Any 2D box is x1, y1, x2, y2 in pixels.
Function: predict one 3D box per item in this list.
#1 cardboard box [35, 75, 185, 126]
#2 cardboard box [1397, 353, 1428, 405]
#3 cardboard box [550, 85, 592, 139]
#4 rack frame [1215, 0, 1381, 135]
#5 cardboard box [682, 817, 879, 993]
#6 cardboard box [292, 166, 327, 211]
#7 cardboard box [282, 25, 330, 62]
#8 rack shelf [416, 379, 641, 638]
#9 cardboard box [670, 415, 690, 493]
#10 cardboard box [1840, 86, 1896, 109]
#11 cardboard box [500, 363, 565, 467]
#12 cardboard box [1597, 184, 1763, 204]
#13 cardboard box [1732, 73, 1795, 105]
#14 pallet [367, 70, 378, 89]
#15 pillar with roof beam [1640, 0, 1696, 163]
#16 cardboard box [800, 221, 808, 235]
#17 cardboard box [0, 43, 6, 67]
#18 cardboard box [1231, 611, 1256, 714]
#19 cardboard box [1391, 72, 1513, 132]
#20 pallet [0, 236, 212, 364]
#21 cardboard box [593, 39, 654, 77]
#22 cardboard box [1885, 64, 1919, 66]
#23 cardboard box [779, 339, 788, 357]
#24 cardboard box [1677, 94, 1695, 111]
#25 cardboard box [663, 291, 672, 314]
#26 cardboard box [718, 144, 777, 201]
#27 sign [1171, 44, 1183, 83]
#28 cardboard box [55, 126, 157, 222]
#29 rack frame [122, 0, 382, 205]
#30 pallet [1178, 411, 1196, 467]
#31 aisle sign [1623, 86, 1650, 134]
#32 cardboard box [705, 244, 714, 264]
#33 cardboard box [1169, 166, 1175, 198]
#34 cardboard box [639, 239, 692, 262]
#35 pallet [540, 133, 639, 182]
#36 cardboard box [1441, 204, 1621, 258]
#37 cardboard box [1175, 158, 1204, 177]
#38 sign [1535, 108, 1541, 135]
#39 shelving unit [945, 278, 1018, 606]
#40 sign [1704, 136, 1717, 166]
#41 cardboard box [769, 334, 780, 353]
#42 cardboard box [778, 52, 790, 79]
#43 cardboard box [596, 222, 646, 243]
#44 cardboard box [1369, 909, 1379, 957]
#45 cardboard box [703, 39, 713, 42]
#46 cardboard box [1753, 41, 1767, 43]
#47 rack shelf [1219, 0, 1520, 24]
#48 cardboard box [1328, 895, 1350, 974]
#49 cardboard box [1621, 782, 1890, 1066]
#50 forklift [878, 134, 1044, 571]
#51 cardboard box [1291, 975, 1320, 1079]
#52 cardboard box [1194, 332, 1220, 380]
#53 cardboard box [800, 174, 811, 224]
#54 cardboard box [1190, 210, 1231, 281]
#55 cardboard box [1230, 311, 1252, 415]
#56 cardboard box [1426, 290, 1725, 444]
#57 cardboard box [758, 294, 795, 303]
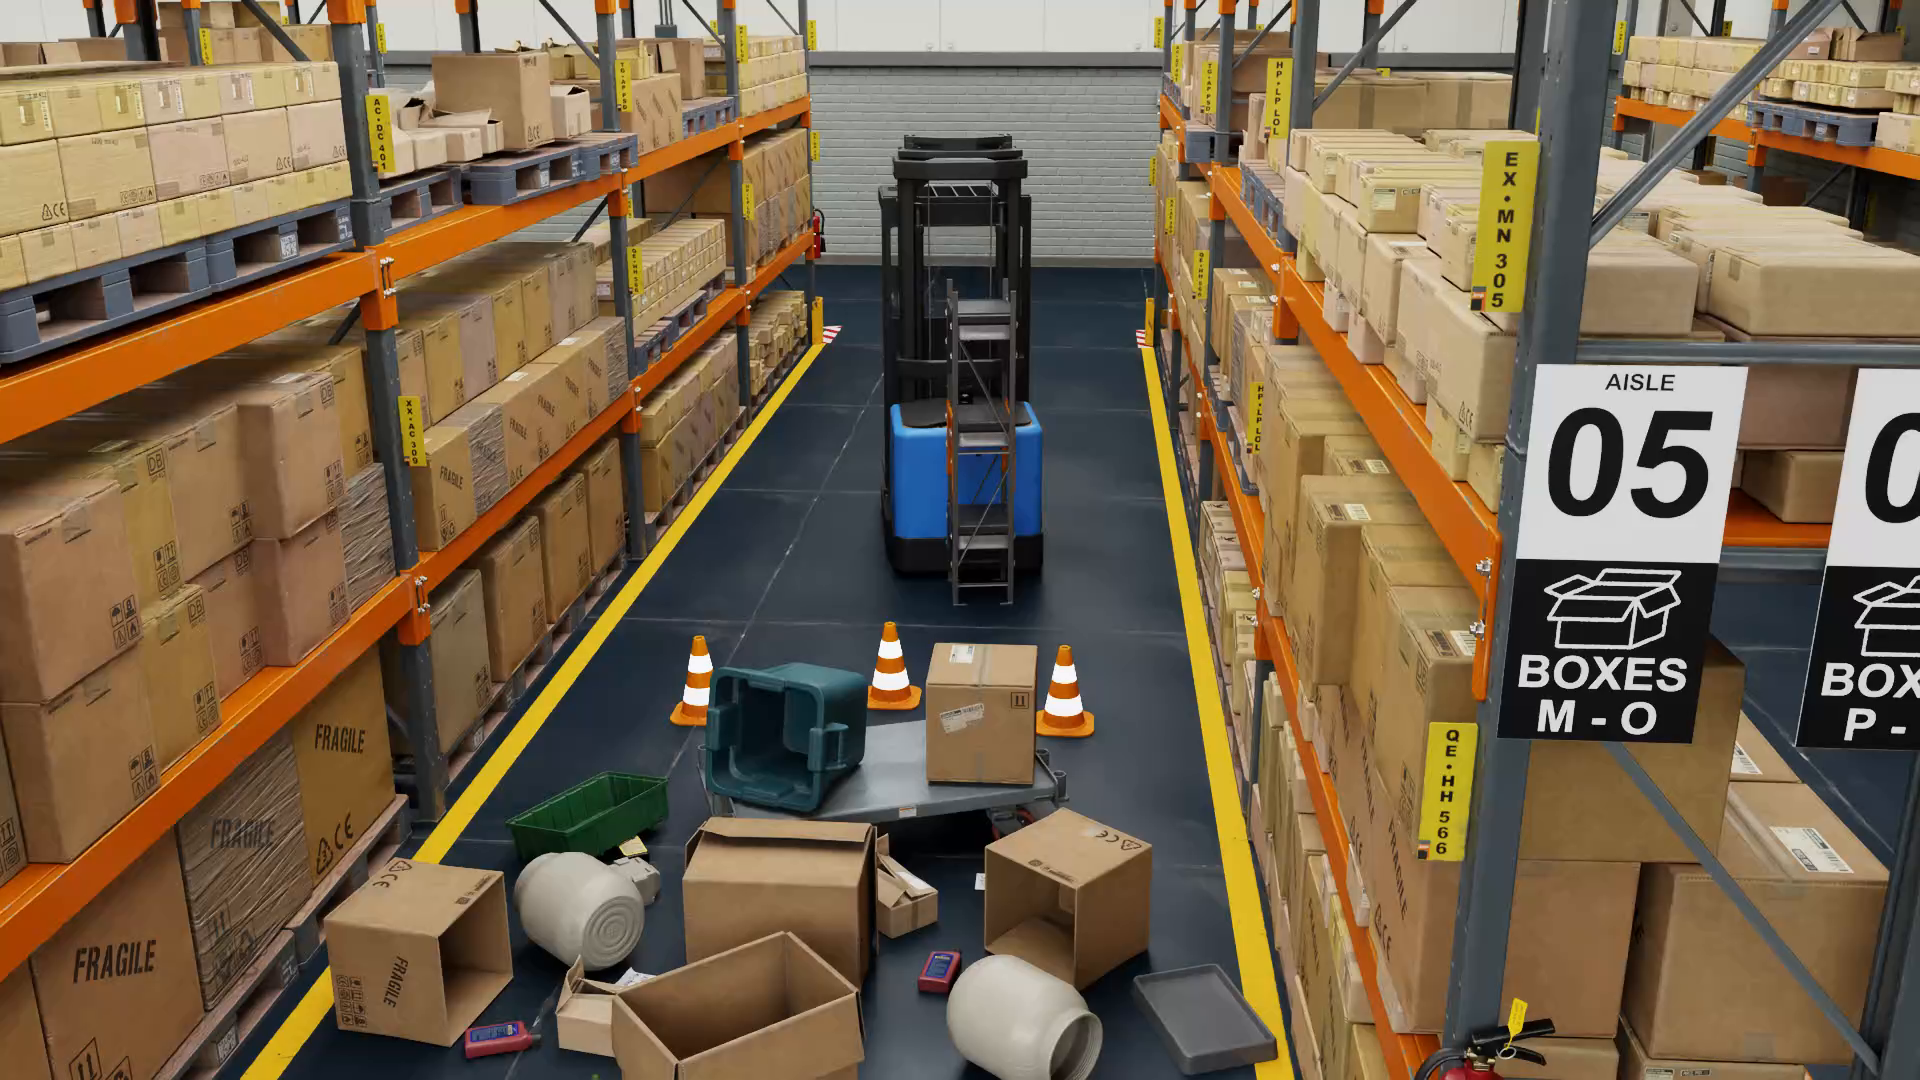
[{"bbox_3d":[-2.857,-1.478,5.587,0.380,0.149,0.250,1,18,3],"label":"cardboard box"},{"bbox_3d":[1.440,-0.476,4.643,0.380,0.149,0.250,1,18,3],"label":"cardboard box"},{"bbox_3d":[-2.546,-2.600,10.030,0.500,0.311,0.500,1,18,4],"label":"cardboard box"},{"bbox_3d":[2.174,-4.073,10.400,1.000,3.000,0.127,1,18,4],"label":"rack frame"},{"bbox_3d":[-0.740,1.492,6.843,0.797,0.637,0.503,1,18,4],"label":"cardboard box"},{"bbox_3d":[-2.783,-1.413,6.670,0.380,0.149,0.250,2,18,5],"label":"cardboard box"},{"bbox_3d":[-7.282,-5.313,18.007,0.700,0.500,0.500,1,18,2],"label":"cardboard box"},{"bbox_3d":[-2.914,-0.338,9.792,1.077,0.370,4.000,1,18,4],"label":"rack shelf"},{"bbox_3d":[-2.433,-0.683,13.029,0.500,0.500,0.500,1,18,5],"label":"cardboard box"},{"bbox_3d":[6.909,-3.346,12.567,0.380,0.149,0.250,2,18,5],"label":"cardboard box"},{"bbox_3d":[-2.641,-0.733,9.682,0.500,0.500,0.500,2,18,5],"label":"cardboard box"},{"bbox_3d":[2.026,-0.918,4.711,0.380,0.149,0.250,2,18,5],"label":"cardboard box"},{"bbox_3d":[7.196,-4.005,14.775,0.500,0.250,0.500,1,18,4],"label":"cardboard box"},{"bbox_3d":[-7.180,-5.080,18.435,1.003,0.211,1.213,1,18,4],"label":"pallet"},{"bbox_3d":[4.497,-7.361,20.436,9.100,9.000,0.400,1,18,4],"label":"pillar with roof beam"},{"bbox_3d":[-1.939,-3.559,18.869,0.380,0.149,0.250,1,18,4],"label":"cardboard box"},{"bbox_3d":[-7.765,-3.577,12.869,0.500,0.500,0.500,2,18,7],"label":"cardboard box"},{"bbox_3d":[1.970,0.683,9.066,0.950,0.372,0.625,2,18,7],"label":"cardboard box"},{"bbox_3d":[2.354,-2.098,7.956,0.500,0.250,0.500,1,18,3],"label":"cardboard box"},{"bbox_3d":[-3.217,-0.810,5.403,1.003,0.211,1.213,1,18,4],"label":"pallet"},{"bbox_3d":[-2.451,-3.497,12.072,0.396,0.266,0.258,1,18,4],"label":"cardboard box"},{"bbox_3d":[7.429,-3.633,12.967,0.380,0.149,0.250,1,18,2],"label":"cardboard box"},{"bbox_3d":[-2.049,-2.058,17.790,0.380,0.149,0.250,2,18,5],"label":"cardboard box"},{"bbox_3d":[7.224,-4.258,16.185,0.380,0.149,0.250,2,18,5],"label":"cardboard box"},{"bbox_3d":[-2.465,-1.849,12.978,0.380,0.149,0.250,2,18,6],"label":"cardboard box"},{"bbox_3d":[-2.120,-3.659,16.528,0.500,0.500,0.500,2,18,5],"label":"cardboard box"},{"bbox_3d":[1.907,-4.185,14.602,0.100,0.325,0.005,1,18,4],"label":"sign"},{"bbox_3d":[-2.946,-1.173,5.297,0.500,0.250,0.500,1,18,4],"label":"cardboard box"},{"bbox_3d":[-3.058,-2.909,6.850,1.000,3.000,0.127,1,18,4],"label":"rack frame"},{"bbox_3d":[2.480,-0.898,14.823,1.003,0.211,1.213,1,18,4],"label":"pallet"},{"bbox_3d":[7.410,-4.860,18.262,0.394,0.787,0.004,1,18,4],"label":"aisle sign"},{"bbox_3d":[-2.354,-2.478,14.419,0.380,0.149,0.250,2,18,6],"label":"cardboard box"},{"bbox_3d":[2.263,-3.297,15.901,0.500,0.500,0.500,1,18,3],"label":"cardboard box"},{"bbox_3d":[-2.412,-2.372,13.619,0.380,0.149,0.250,0,18,1],"label":"cardboard box"},{"bbox_3d":[-2.764,-2.435,10.524,1.213,0.211,1.003,2,18,6],"label":"pallet"},{"bbox_3d":[1.456,-0.770,4.262,0.380,0.149,0.250,1,18,4],"label":"cardboard box"},{"bbox_3d":[2.165,-3.398,15.167,0.380,0.149,0.250,1,18,3],"label":"cardboard box"},{"bbox_3d":[2.429,-1.641,6.966,0.100,0.325,0.005,1,18,4],"label":"sign"},{"bbox_3d":[0.135,-0.639,11.000,0.431,2.100,0.503,-1,18,-4],"label":"shelving unit"},{"bbox_3d":[8.251,-4.279,18.296,0.100,0.325,0.005,1,18,4],"label":"sign"},{"bbox_3d":[-2.082,-2.037,17.250,0.380,0.149,0.250,1,18,3],"label":"cardboard box"},{"bbox_3d":[-2.051,-4.911,17.213,0.500,0.250,0.500,2,18,5],"label":"cardboard box"},{"bbox_3d":[-2.985,-2.707,14.641,0.380,0.149,0.250,2,18,5],"label":"cardboard box"},{"bbox_3d":[1.361,1.101,4.649,0.380,0.149,0.250,1,18,3],"label":"cardboard box"},{"bbox_3d":[-2.670,-4.909,16.568,0.380,0.149,0.250,1,18,3],"label":"cardboard box"},{"bbox_3d":[7.789,-4.554,15.646,0.500,0.250,0.500,1,18,3],"label":"cardboard box"},{"bbox_3d":[2.030,-2.920,8.679,1.077,0.370,4.000,1,18,4],"label":"rack shelf"},{"bbox_3d":[1.378,1.257,5.264,0.380,0.149,0.250,2,18,5],"label":"cardboard box"},{"bbox_3d":[1.911,0.933,4.120,0.500,0.500,0.500,1,18,3],"label":"cardboard box"},{"bbox_3d":[-0.046,-1.586,12.556,1.130,2.935,3.031,-1,18,-4],"label":"forklift"},{"bbox_3d":[1.467,1.790,5.886,0.500,0.250,0.500,1,18,2],"label":"cardboard box"},{"bbox_3d":[1.951,-1.313,11.855,0.500,0.250,0.500,1,18,2],"label":"cardboard box"},{"bbox_3d":[-1.973,-3.829,18.653,0.500,0.500,0.500,2,18,5],"label":"cardboard box"},{"bbox_3d":[2.021,-2.224,12.628,0.500,0.500,0.500,1,18,4],"label":"cardboard box"},{"bbox_3d":[1.805,-0.993,9.325,0.500,0.500,0.500,1,18,2],"label":"cardboard box"},{"bbox_3d":[1.368,-0.398,3.765,0.500,0.250,0.500,1,18,3],"label":"cardboard box"},{"bbox_3d":[-2.058,-2.666,18.691,0.380,0.149,0.250,2,18,5],"label":"cardboard box"}]
